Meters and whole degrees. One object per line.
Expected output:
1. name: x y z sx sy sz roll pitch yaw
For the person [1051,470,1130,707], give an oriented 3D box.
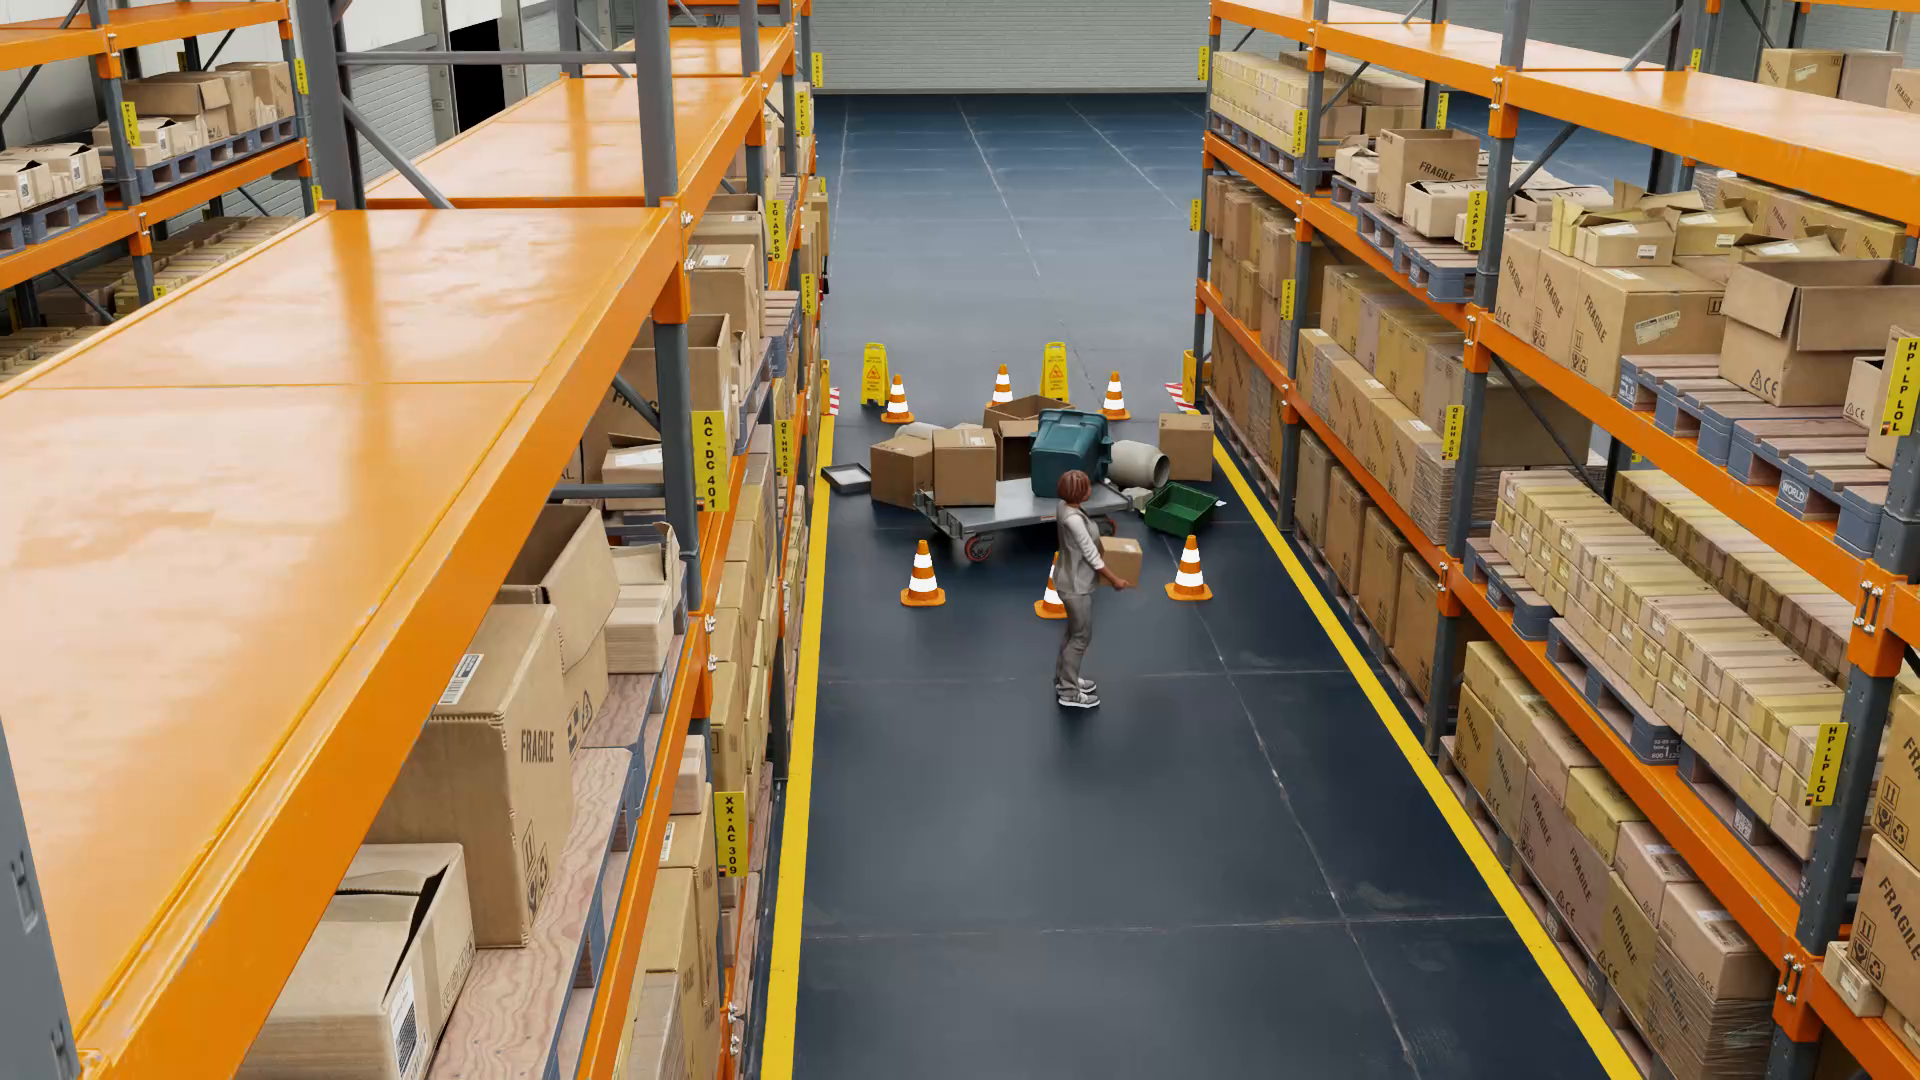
1. person: 0.837 0.305 10.794 0.492 1.591 0.404 -1 21 -2
